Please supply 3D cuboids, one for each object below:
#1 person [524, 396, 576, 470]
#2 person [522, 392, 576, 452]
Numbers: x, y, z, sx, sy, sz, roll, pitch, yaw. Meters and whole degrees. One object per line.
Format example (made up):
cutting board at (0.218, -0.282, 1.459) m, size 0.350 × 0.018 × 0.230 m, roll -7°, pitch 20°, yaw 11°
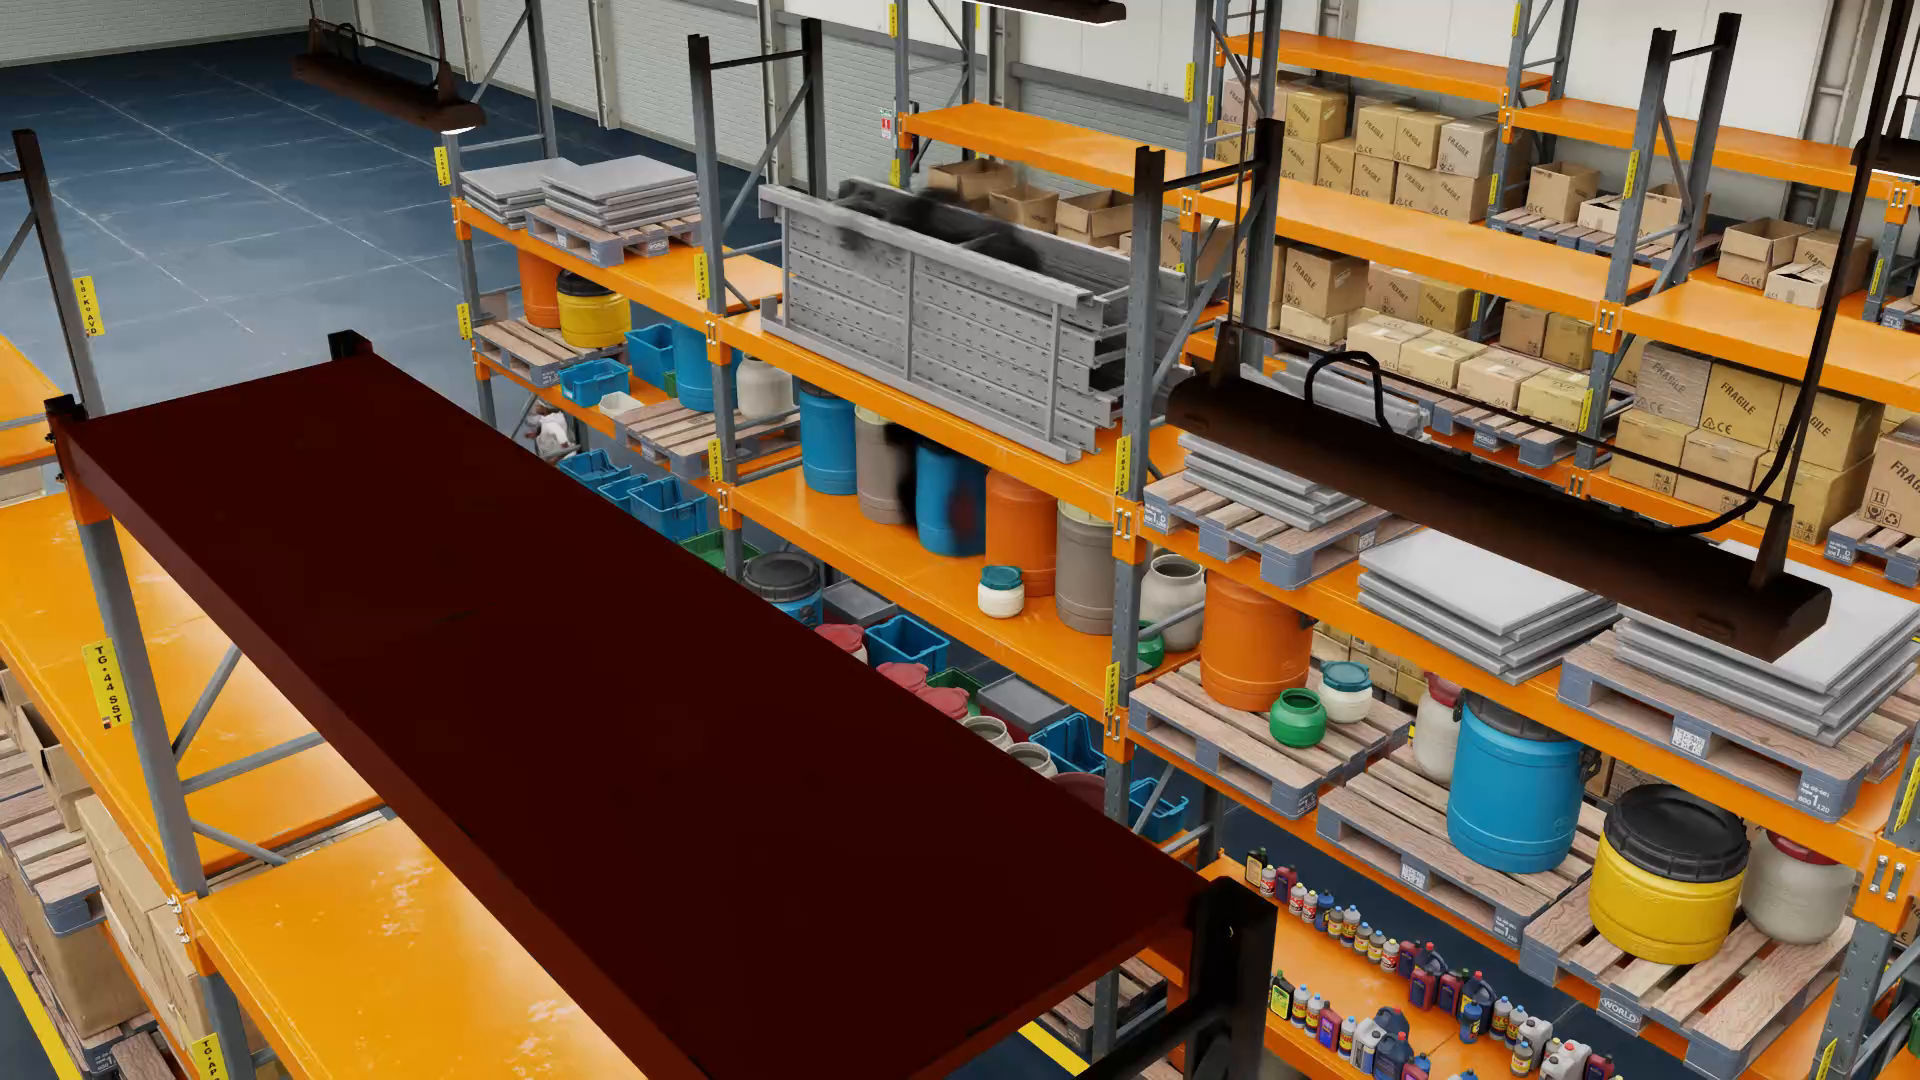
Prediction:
person at (-4.140, -0.745, 17.217) m, size 0.728 × 1.749 × 0.560 m, roll 3°, pitch 27°, yaw 6°
person at (-4.786, -1.762, 19.093) m, size 0.666 × 1.742 × 0.677 m, roll -5°, pitch 27°, yaw -10°
